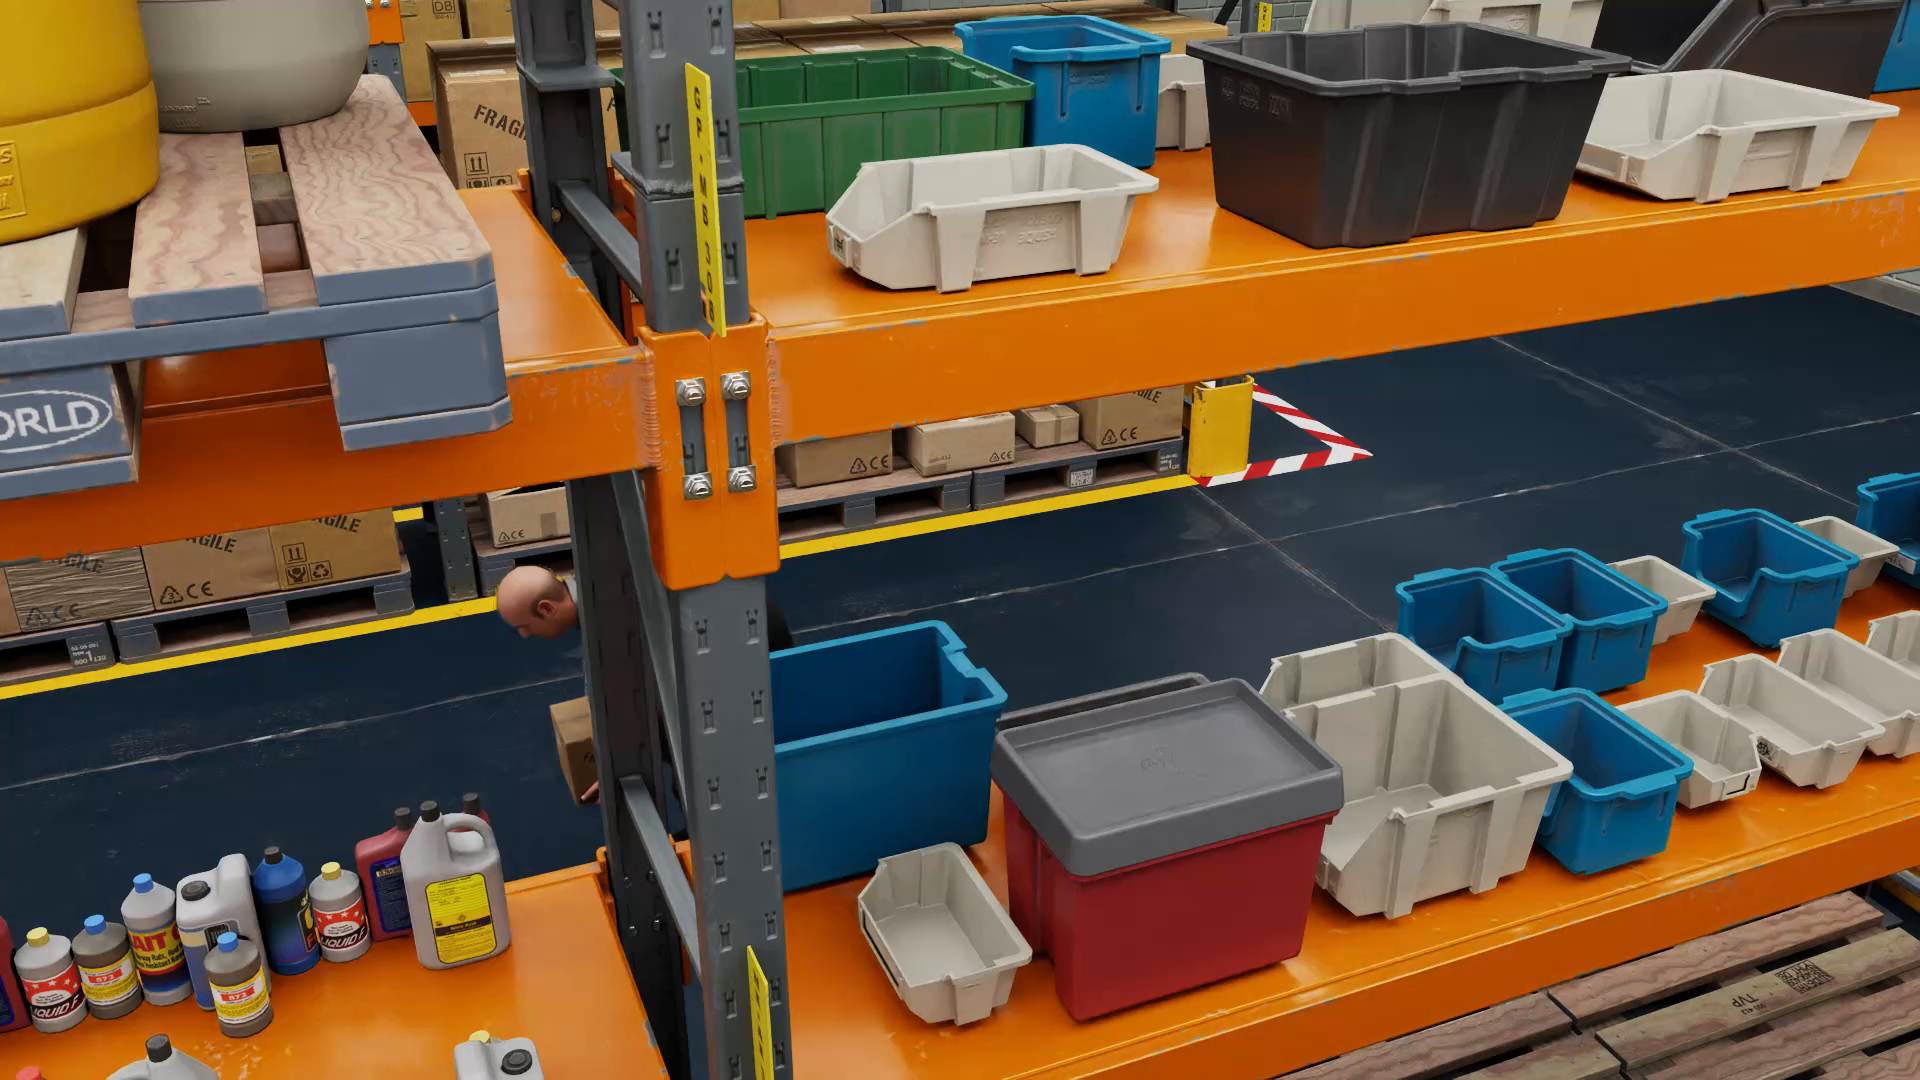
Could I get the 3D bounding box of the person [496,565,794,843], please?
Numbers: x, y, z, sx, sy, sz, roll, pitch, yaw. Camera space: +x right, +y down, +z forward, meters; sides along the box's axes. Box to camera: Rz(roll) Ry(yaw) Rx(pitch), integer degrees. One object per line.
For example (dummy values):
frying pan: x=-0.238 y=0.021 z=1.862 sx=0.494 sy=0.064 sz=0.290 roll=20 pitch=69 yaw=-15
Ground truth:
person: x=-0.993 y=0.588 z=5.435 sx=0.907 sy=1.277 sz=0.481 roll=-11 pitch=28 yaw=-22
